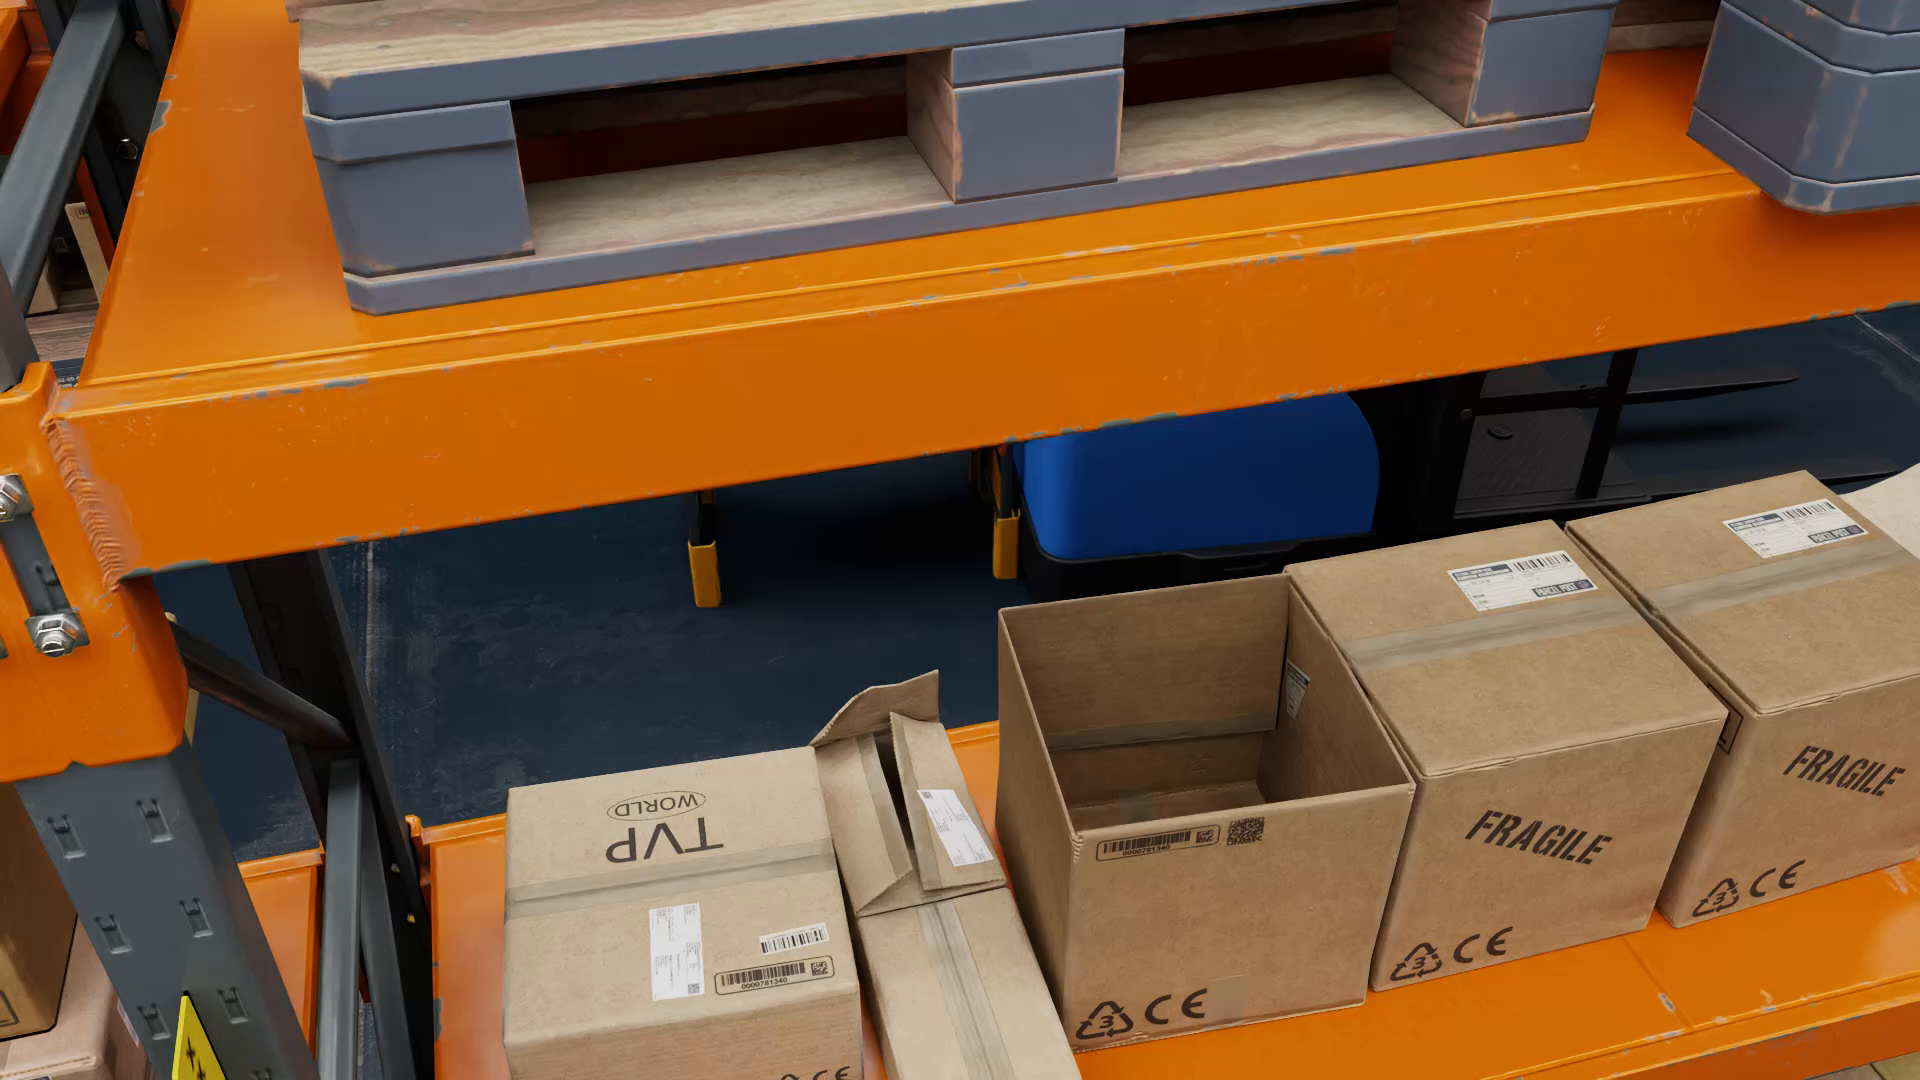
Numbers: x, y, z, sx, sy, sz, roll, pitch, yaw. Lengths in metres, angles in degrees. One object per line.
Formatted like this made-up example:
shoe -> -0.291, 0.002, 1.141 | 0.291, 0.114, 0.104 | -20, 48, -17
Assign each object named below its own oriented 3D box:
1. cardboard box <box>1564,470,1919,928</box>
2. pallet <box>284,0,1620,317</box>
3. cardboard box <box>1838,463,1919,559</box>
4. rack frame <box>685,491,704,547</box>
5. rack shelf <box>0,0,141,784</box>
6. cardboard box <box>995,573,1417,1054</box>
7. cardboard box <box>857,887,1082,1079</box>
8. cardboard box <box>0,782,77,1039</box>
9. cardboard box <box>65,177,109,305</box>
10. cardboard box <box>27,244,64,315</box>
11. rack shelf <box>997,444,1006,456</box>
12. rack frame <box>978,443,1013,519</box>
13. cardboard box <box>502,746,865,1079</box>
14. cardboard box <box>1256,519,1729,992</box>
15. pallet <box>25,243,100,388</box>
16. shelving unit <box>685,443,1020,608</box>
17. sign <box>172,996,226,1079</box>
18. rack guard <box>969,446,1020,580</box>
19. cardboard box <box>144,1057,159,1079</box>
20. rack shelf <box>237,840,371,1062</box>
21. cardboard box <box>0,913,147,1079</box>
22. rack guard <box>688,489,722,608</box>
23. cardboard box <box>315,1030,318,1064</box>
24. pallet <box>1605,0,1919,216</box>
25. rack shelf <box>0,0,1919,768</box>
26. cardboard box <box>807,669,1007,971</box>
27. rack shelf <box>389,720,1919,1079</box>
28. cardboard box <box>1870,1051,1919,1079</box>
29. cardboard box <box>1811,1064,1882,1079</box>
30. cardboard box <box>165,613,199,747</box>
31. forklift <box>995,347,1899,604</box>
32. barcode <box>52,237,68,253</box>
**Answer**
cardboard box -> 1.344, 0.260, 2.859 | 0.500, 0.500, 0.500 | -11, 39, -14
pallet -> -0.053, -0.604, 1.760 | 1.217, 0.209, 0.805 | -11, 39, -14
cardboard box -> 2.046, 0.088, 3.239 | 0.500, 0.311, 0.500 | -10, 38, -12
rack frame -> -0.888, -0.548, 5.232 | 0.032, 1.500, 0.500 | -5, 38, -7
rack shelf -> -2.832, 0.069, 1.314 | 4.000, 0.370, 1.077 | -9, 38, -12
cardboard box -> 0.353, 0.423, 2.646 | 0.500, 0.500, 0.500 | -7, 38, -9
cardboard box -> 0.007, 0.738, 2.524 | 0.250, 0.149, 0.380 | -9, 38, -12
cardboard box -> -1.328, 0.177, 1.899 | 0.500, 0.500, 0.700 | -9, 38, -12
cardboard box -> -3.188, -1.241, 6.598 | 0.500, 0.500, 0.500 | -12, 39, -15
cardboard box -> -3.746, -1.048, 6.635 | 0.250, 0.149, 0.380 | -12, 39, -16
rack shelf -> -0.385, -0.452, 5.402 | 1.000, 0.185, 0.538 | -5, 38, -7
rack frame -> 0.117, -0.641, 5.353 | 0.032, 1.500, 0.500 | -5, 38, -7
cardboard box -> -0.438, 0.614, 2.602 | 0.500, 0.250, 0.500 | -7, 38, -9
cardboard box -> 0.836, 0.344, 2.750 | 0.500, 0.500, 0.500 | -9, 38, -12
pallet -> -4.016, -0.817, 6.644 | 1.213, 0.211, 1.003 | -9, 38, -12
shelving unit -> -0.376, -0.595, 5.294 | 1.083, 1.500, 0.587 | -5, 38, -7
sign -> -0.755, 0.608, 1.708 | 0.005, 0.325, 0.100 | -9, 38, -12
rack guard -> 0.116, -0.144, 5.733 | 0.087, 0.250, 0.587 | -5, 38, -7
cardboard box -> -1.328, 0.693, 2.293 | 0.500, 0.500, 0.700 | -10, 39, -13
rack shelf -> -2.832, 1.261, 2.225 | 4.000, 0.370, 1.077 | -9, 38, -12
cardboard box -> -1.108, 0.530, 1.973 | 0.250, 0.149, 0.380 | -9, 38, -12
rack guard -> -0.869, -0.053, 5.614 | 0.087, 0.250, 0.587 | -5, 38, -7
cardboard box -> -1.431, 1.176, 3.045 | 0.500, 0.500, 0.500 | -9, 38, -12
pallet -> 1.249, -0.753, 1.952 | 1.213, 0.211, 1.003 | -8, 38, -10
rack shelf -> 1.029, -0.564, 2.142 | 4.000, 0.370, 1.077 | -9, 38, -12
cardboard box -> -0.101, 0.465, 2.784 | 0.258, 0.266, 0.396 | -10, 39, -13
rack shelf -> 1.029, 0.627, 3.053 | 4.000, 0.370, 1.077 | -9, 38, -12
cardboard box -> 2.019, 1.041, 3.376 | 0.500, 0.311, 0.500 | -10, 39, -13
cardboard box -> 1.530, 1.119, 3.274 | 0.500, 0.311, 0.500 | -10, 38, -12
cardboard box -> -1.212, 0.290, 2.286 | 0.250, 0.149, 0.380 | -9, 38, -12
forklift -> 1.673, -1.290, 5.024 | 3.031, 2.935, 1.130 | -5, 38, -7
barcode -> -3.658, -1.194, 6.735 | 0.075, 0.075, 0.001 | -9, 38, -12
